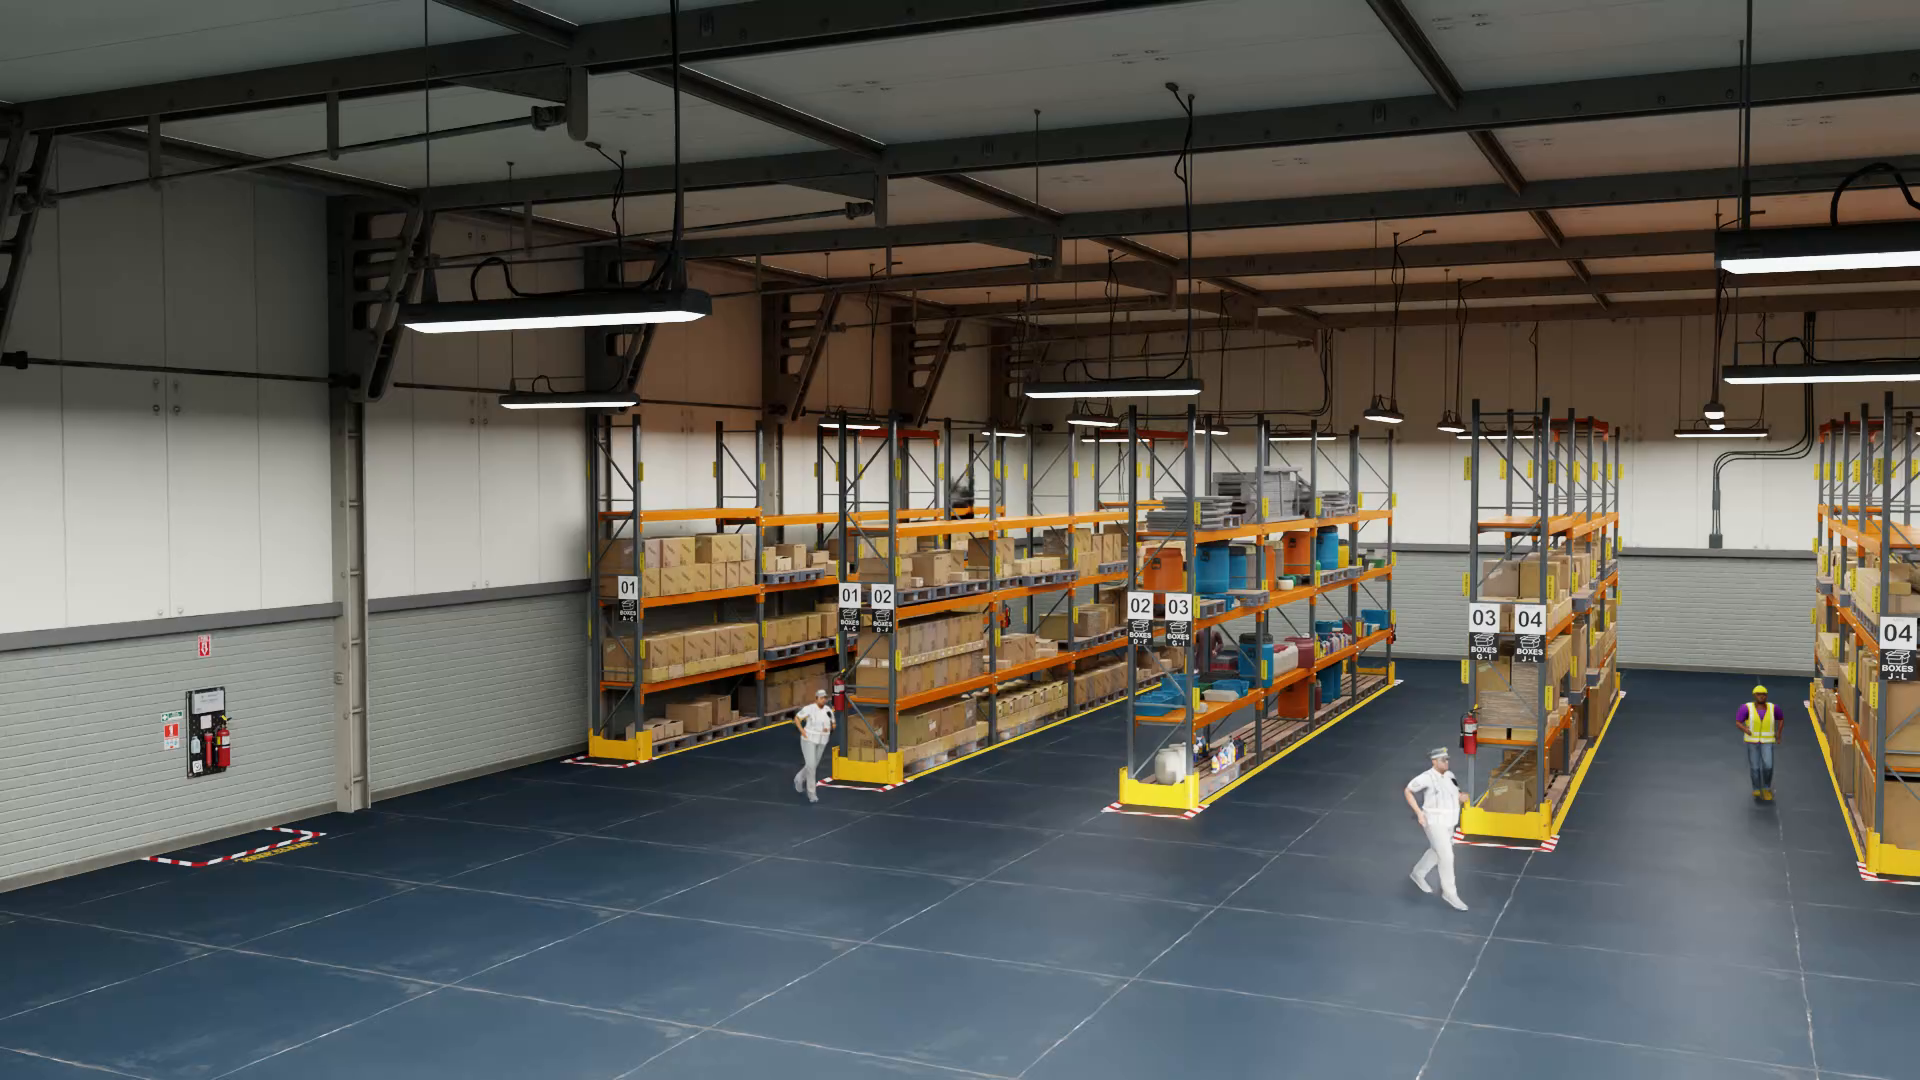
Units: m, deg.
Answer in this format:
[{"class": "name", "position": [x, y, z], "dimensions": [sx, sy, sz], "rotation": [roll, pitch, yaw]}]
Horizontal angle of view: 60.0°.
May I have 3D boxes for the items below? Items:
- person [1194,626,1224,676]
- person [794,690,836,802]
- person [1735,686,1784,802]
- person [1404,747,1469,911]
[{"class": "person", "position": [5.494, 2.623, 36.940], "dimensions": [0.710, 1.733, 0.637], "rotation": [1, 2, 13]}, {"class": "person", "position": [-2.219, 3.138, 25.646], "dimensions": [0.620, 1.679, 0.866], "rotation": [-2, 3, -34]}, {"class": "person", "position": [12.145, 3.091, 25.261], "dimensions": [0.685, 1.765, 0.691], "rotation": [1, 3, 24]}, {"class": "person", "position": [5.570, 3.305, 19.343], "dimensions": [0.651, 1.819, 0.906], "rotation": [-2, 3, -39]}]
